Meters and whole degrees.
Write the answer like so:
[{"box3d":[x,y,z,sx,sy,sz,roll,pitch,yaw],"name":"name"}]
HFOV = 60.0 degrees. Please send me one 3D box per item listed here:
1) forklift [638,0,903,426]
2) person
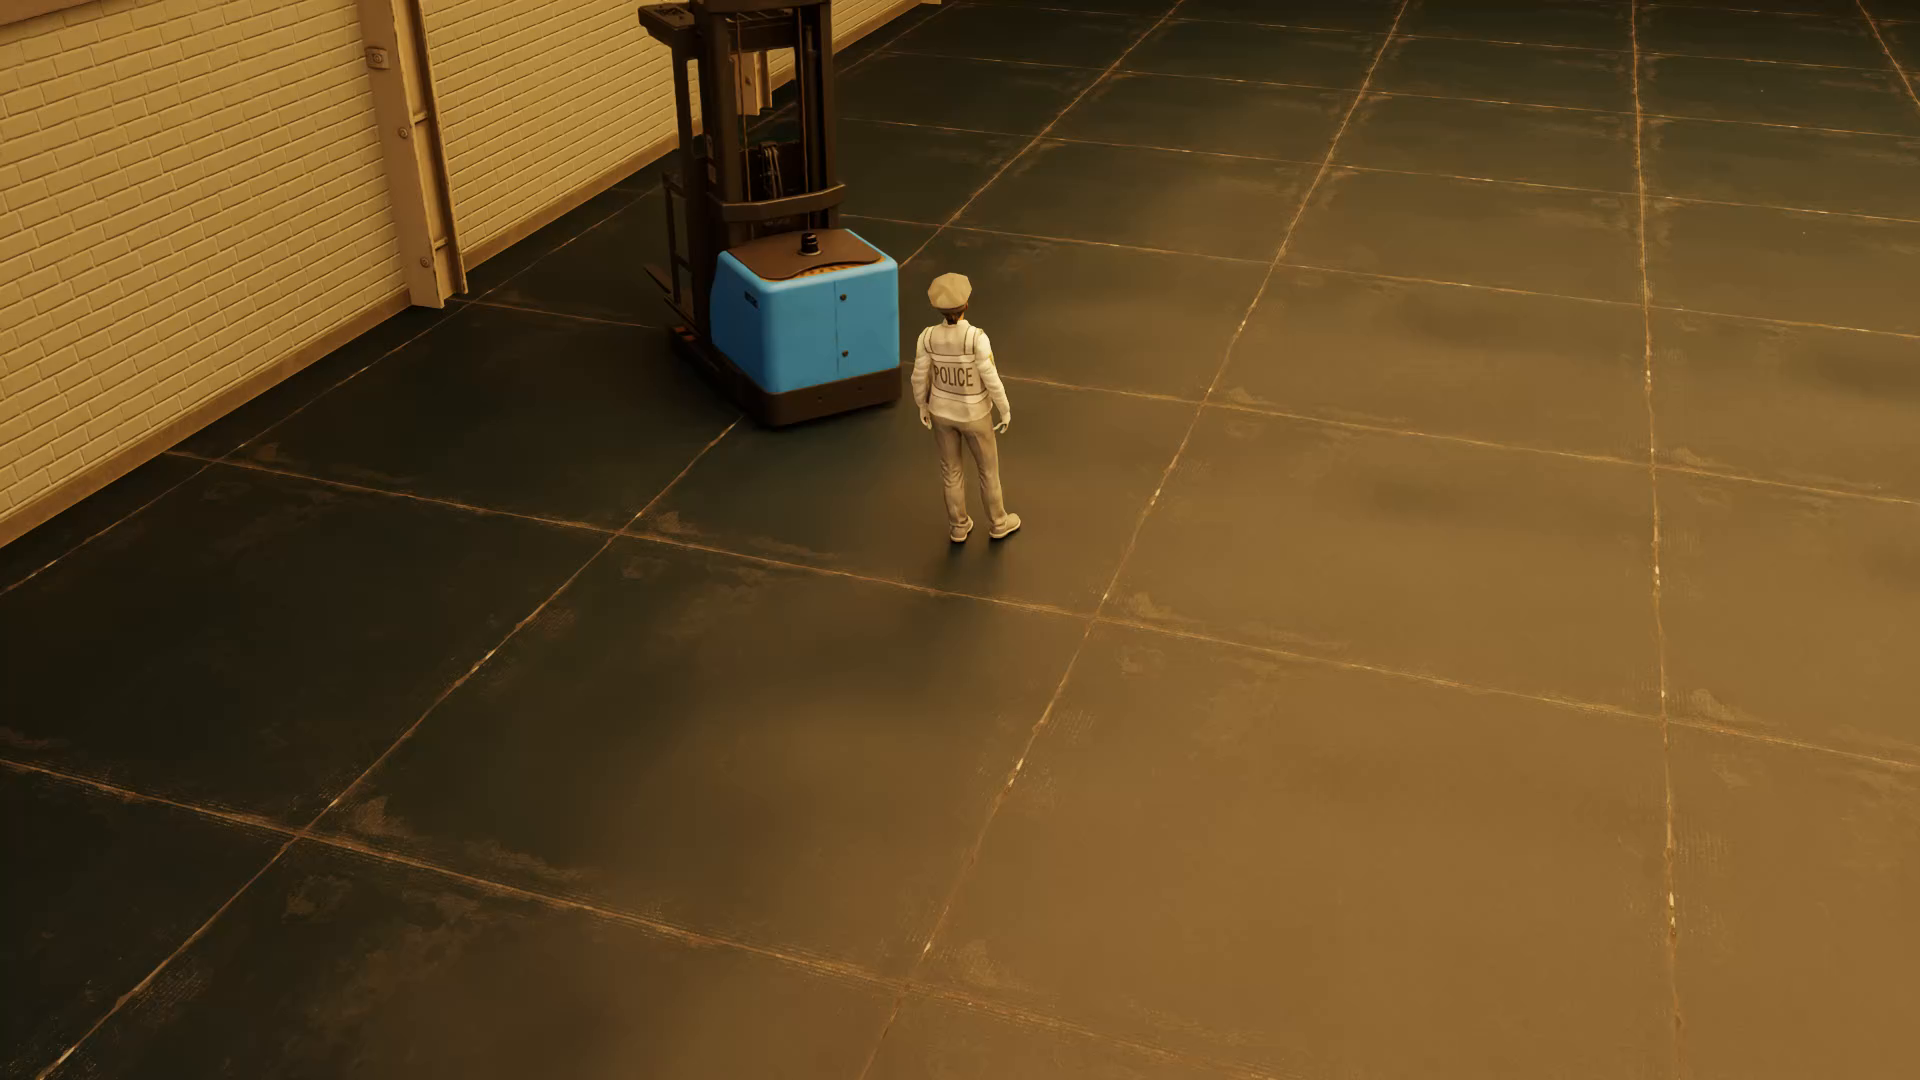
[{"box3d":[-1.559,-2.748,11.958,1.130,2.935,3.031,-15,33,-25],"name":"forklift"},{"box3d":[0.029,-0.773,9.727,0.586,1.694,0.532,10,31,16],"name":"person"}]
